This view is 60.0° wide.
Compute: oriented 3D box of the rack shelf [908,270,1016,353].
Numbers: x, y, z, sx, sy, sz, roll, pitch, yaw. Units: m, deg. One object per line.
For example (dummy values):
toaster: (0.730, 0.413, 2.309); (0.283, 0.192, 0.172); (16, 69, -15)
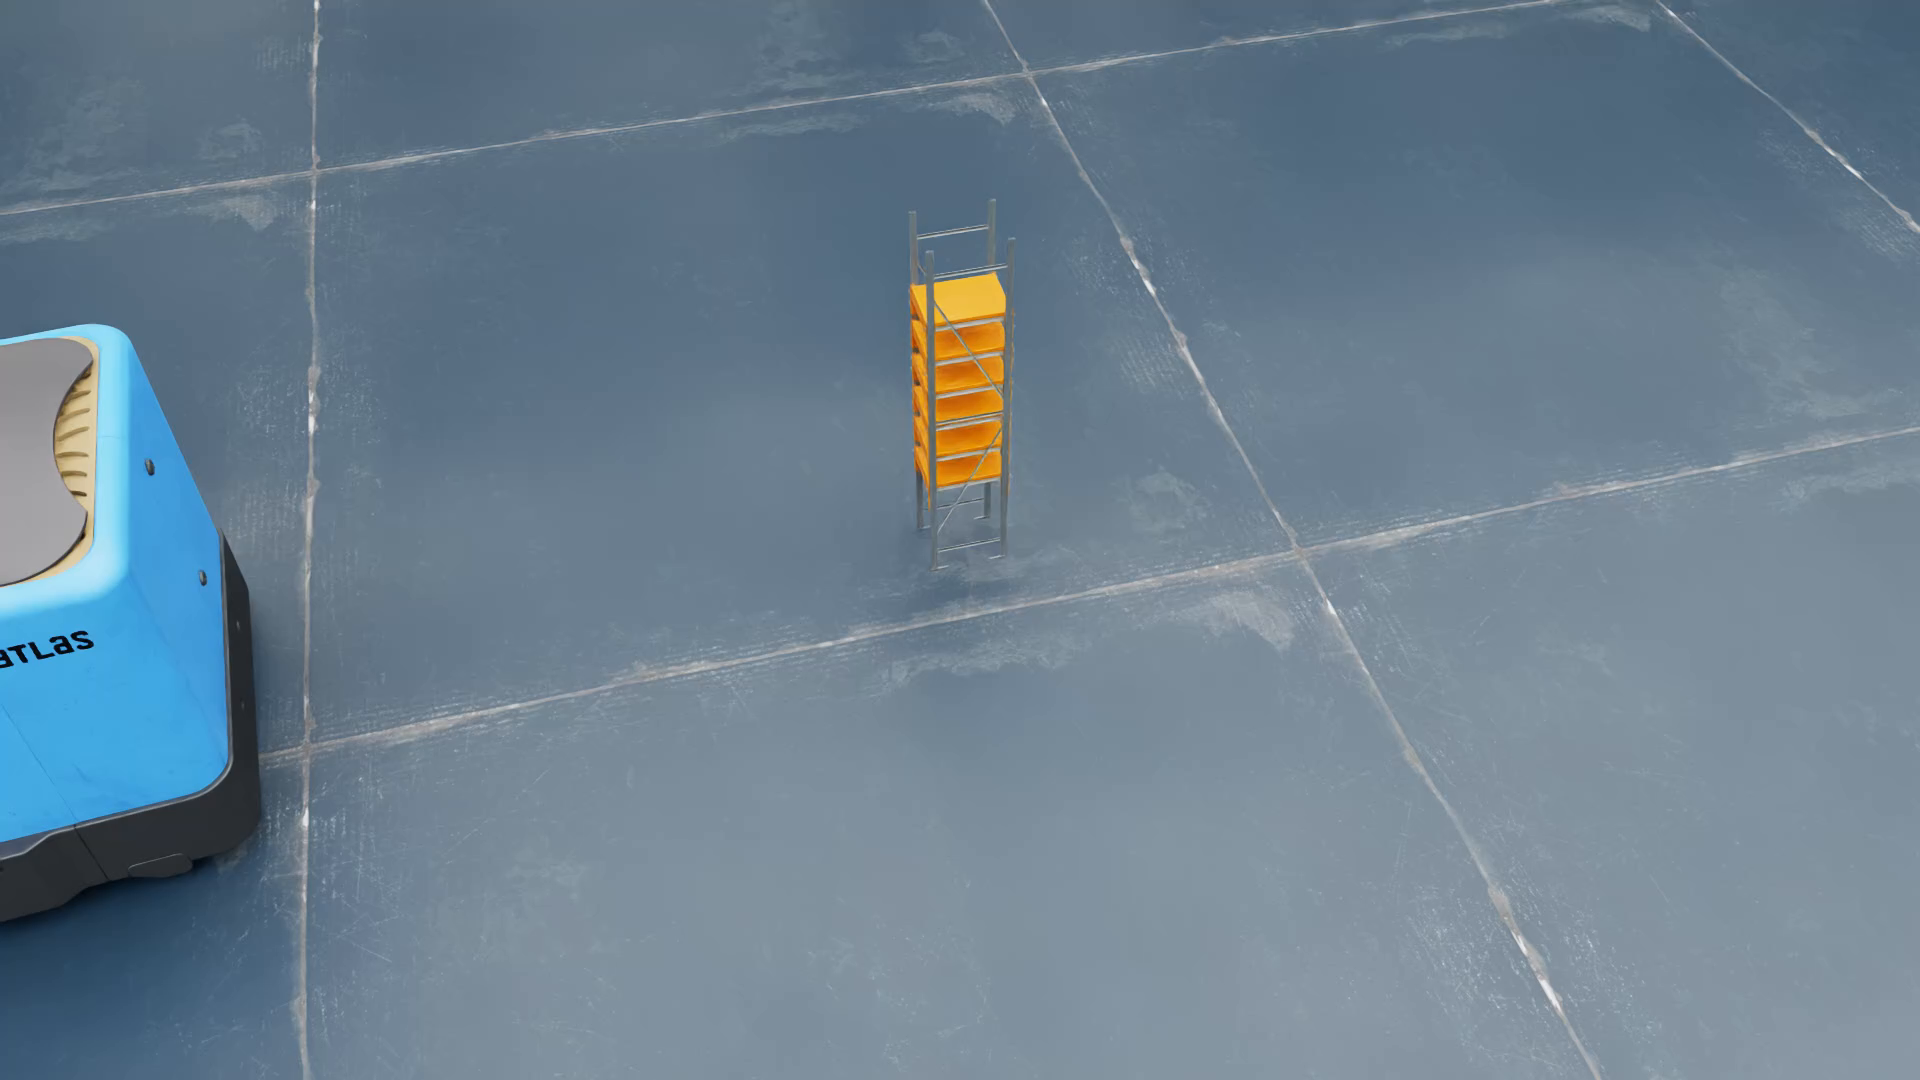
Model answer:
rack shelf: (0.004, -0.631, 4.586); (0.258, 0.103, 0.180); (-11, 47, -10)

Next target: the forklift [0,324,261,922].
forklift: (-3.435, -0.187, 3.381); (3.031, 2.935, 1.130); (-14, 47, -13)

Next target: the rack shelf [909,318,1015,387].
rack shelf: (0.004, -0.547, 4.672); (0.258, 0.103, 0.180); (-11, 47, -10)

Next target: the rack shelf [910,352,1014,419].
rack shelf: (0.004, -0.463, 4.758); (0.258, 0.103, 0.180); (-11, 47, -10)

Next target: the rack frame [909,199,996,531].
rack frame: (-0.020, -0.473, 4.874); (0.240, 1.200, 0.006); (-11, 47, -10)

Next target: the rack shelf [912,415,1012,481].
rack shelf: (0.004, -0.295, 4.929); (0.258, 0.103, 0.180); (-11, 47, -10)

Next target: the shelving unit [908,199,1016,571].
shelving unit: (0.004, -0.410, 4.812); (0.258, 1.200, 0.189); (-11, 47, -10)

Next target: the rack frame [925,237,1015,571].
rack frame: (0.027, -0.347, 4.750); (0.240, 1.200, 0.006); (-11, 47, -10)

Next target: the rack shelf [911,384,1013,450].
rack shelf: (0.004, -0.379, 4.843); (0.258, 0.103, 0.180); (-11, 47, -10)

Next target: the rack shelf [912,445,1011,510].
rack shelf: (0.004, -0.211, 5.015); (0.258, 0.103, 0.180); (-11, 47, -10)
